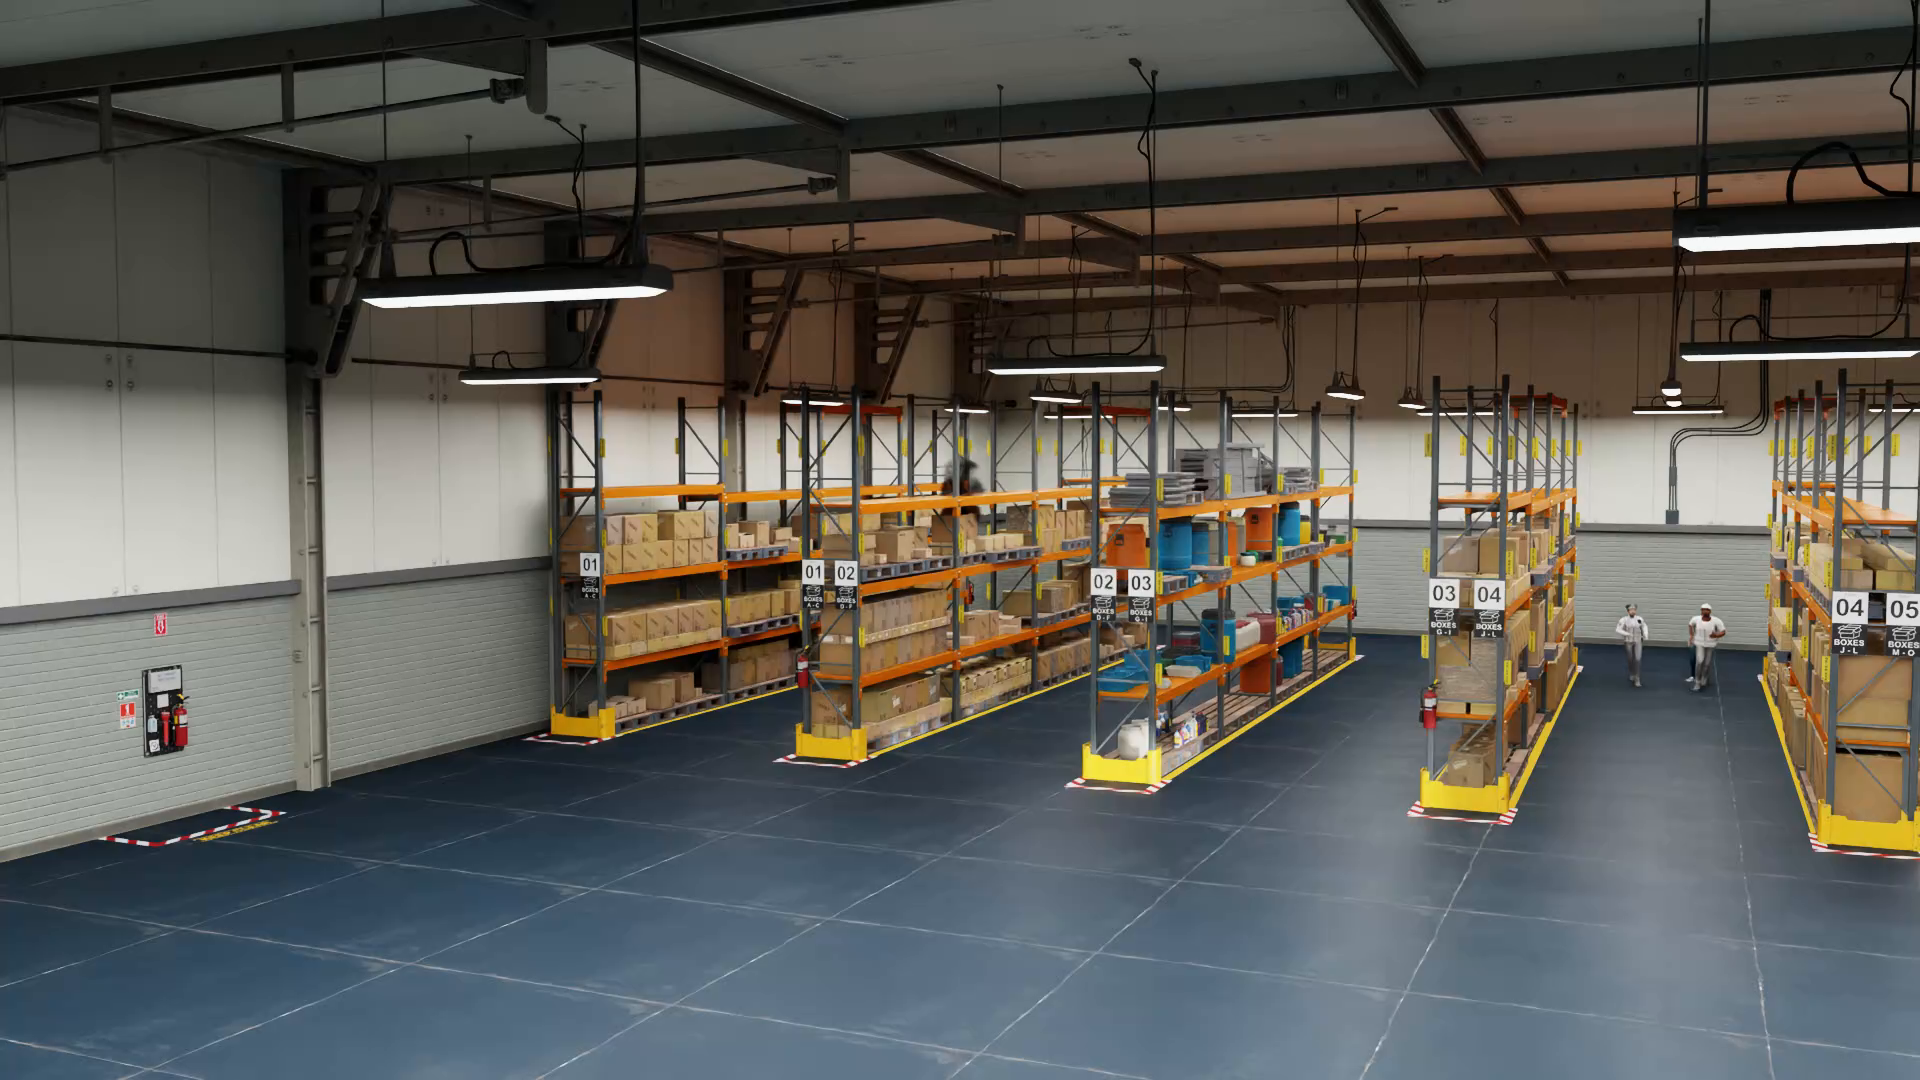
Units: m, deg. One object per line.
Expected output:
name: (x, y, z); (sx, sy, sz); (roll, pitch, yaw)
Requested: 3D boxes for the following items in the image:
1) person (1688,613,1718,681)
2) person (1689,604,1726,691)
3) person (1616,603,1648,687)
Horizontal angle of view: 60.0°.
person: (15.874, 2.279, 35.568); (0.487, 1.539, 0.594); (-3, 4, -43)
person: (15.496, 2.220, 34.511); (0.697, 1.821, 0.788); (1, 3, 23)
person: (14.257, 2.216, 35.295); (0.644, 1.763, 0.757); (1, 3, 15)
